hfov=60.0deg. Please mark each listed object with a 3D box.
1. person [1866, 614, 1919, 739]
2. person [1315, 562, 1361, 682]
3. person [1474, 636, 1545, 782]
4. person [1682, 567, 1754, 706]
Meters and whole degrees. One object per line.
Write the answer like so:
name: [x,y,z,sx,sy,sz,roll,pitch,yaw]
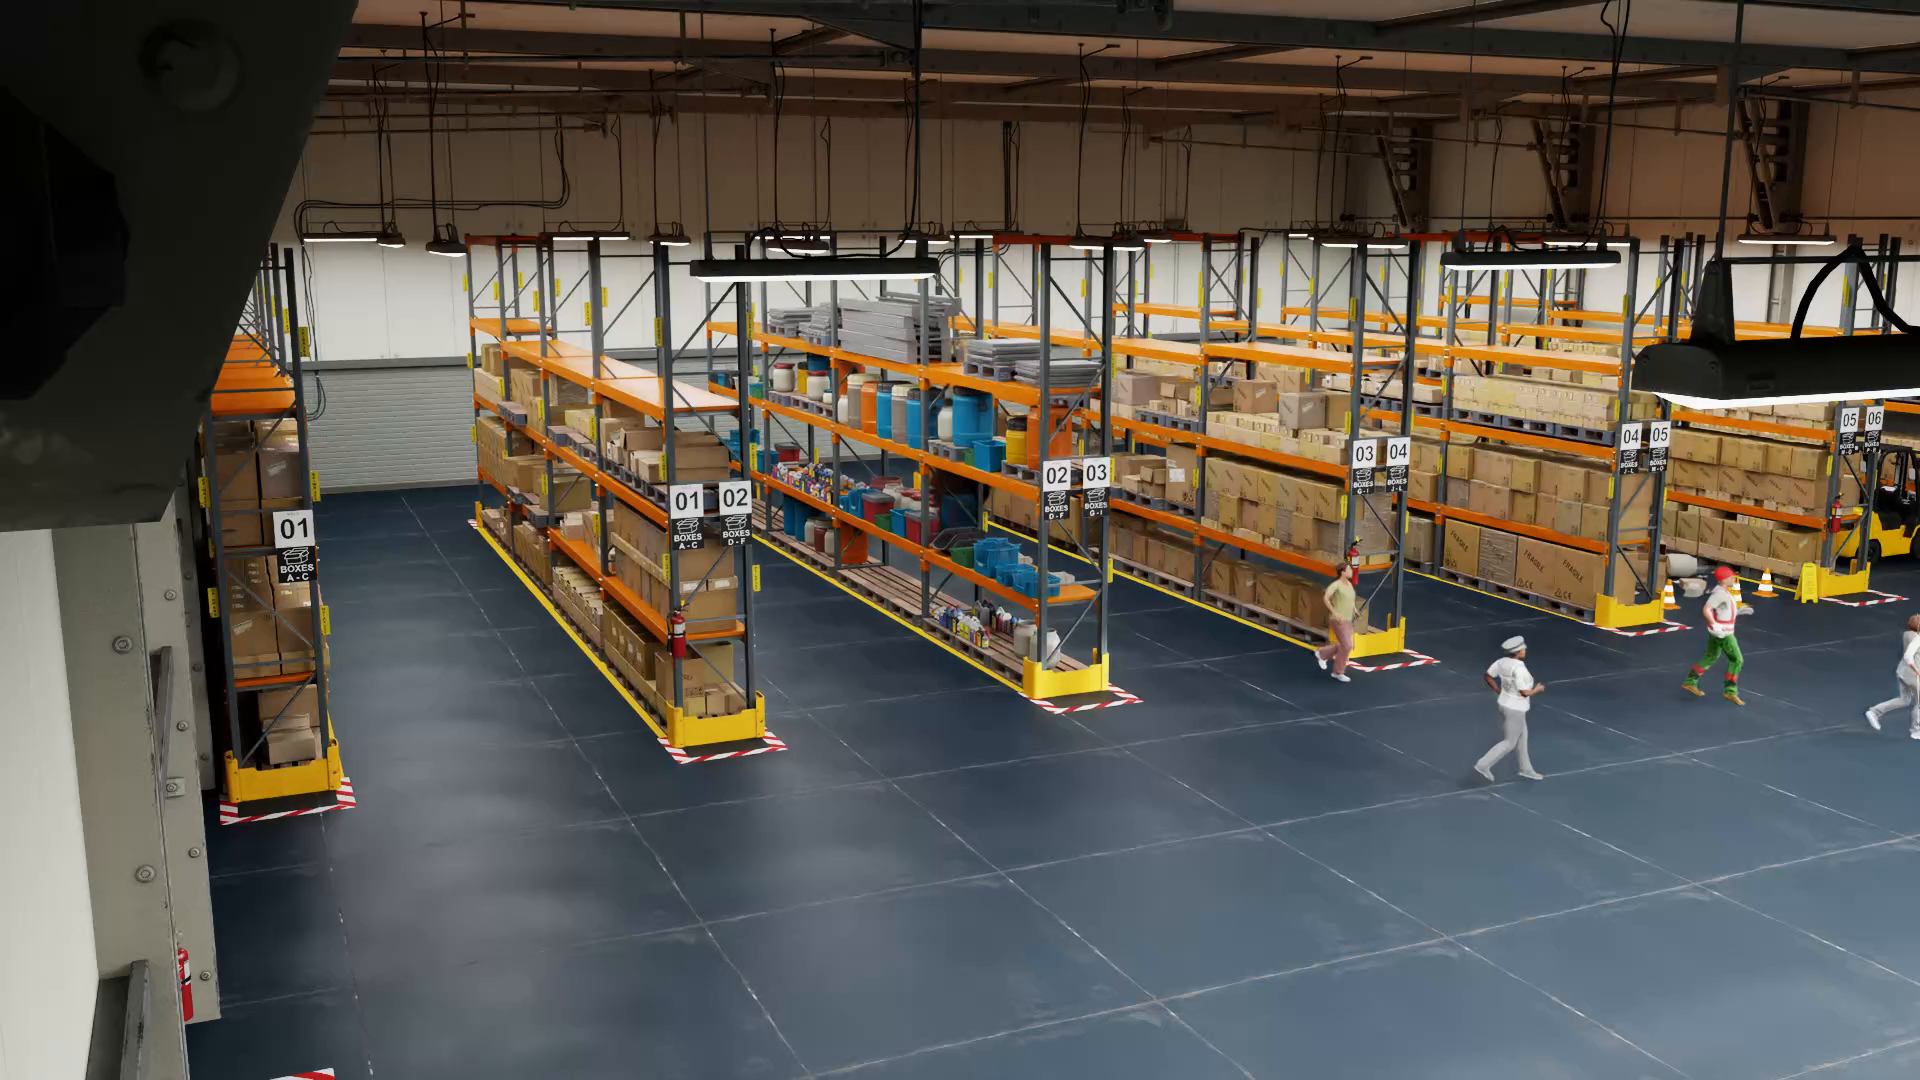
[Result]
person: [11.568,1.669,20.312,0.804,1.575,0.538,1,11,6]
person: [5.296,1.071,23.177,0.542,1.557,0.630,10,15,41]
person: [6.217,1.907,18.708,0.876,1.699,0.581,-1,11,-7]
person: [10.010,1.253,21.916,0.795,1.829,0.653,3,11,15]
